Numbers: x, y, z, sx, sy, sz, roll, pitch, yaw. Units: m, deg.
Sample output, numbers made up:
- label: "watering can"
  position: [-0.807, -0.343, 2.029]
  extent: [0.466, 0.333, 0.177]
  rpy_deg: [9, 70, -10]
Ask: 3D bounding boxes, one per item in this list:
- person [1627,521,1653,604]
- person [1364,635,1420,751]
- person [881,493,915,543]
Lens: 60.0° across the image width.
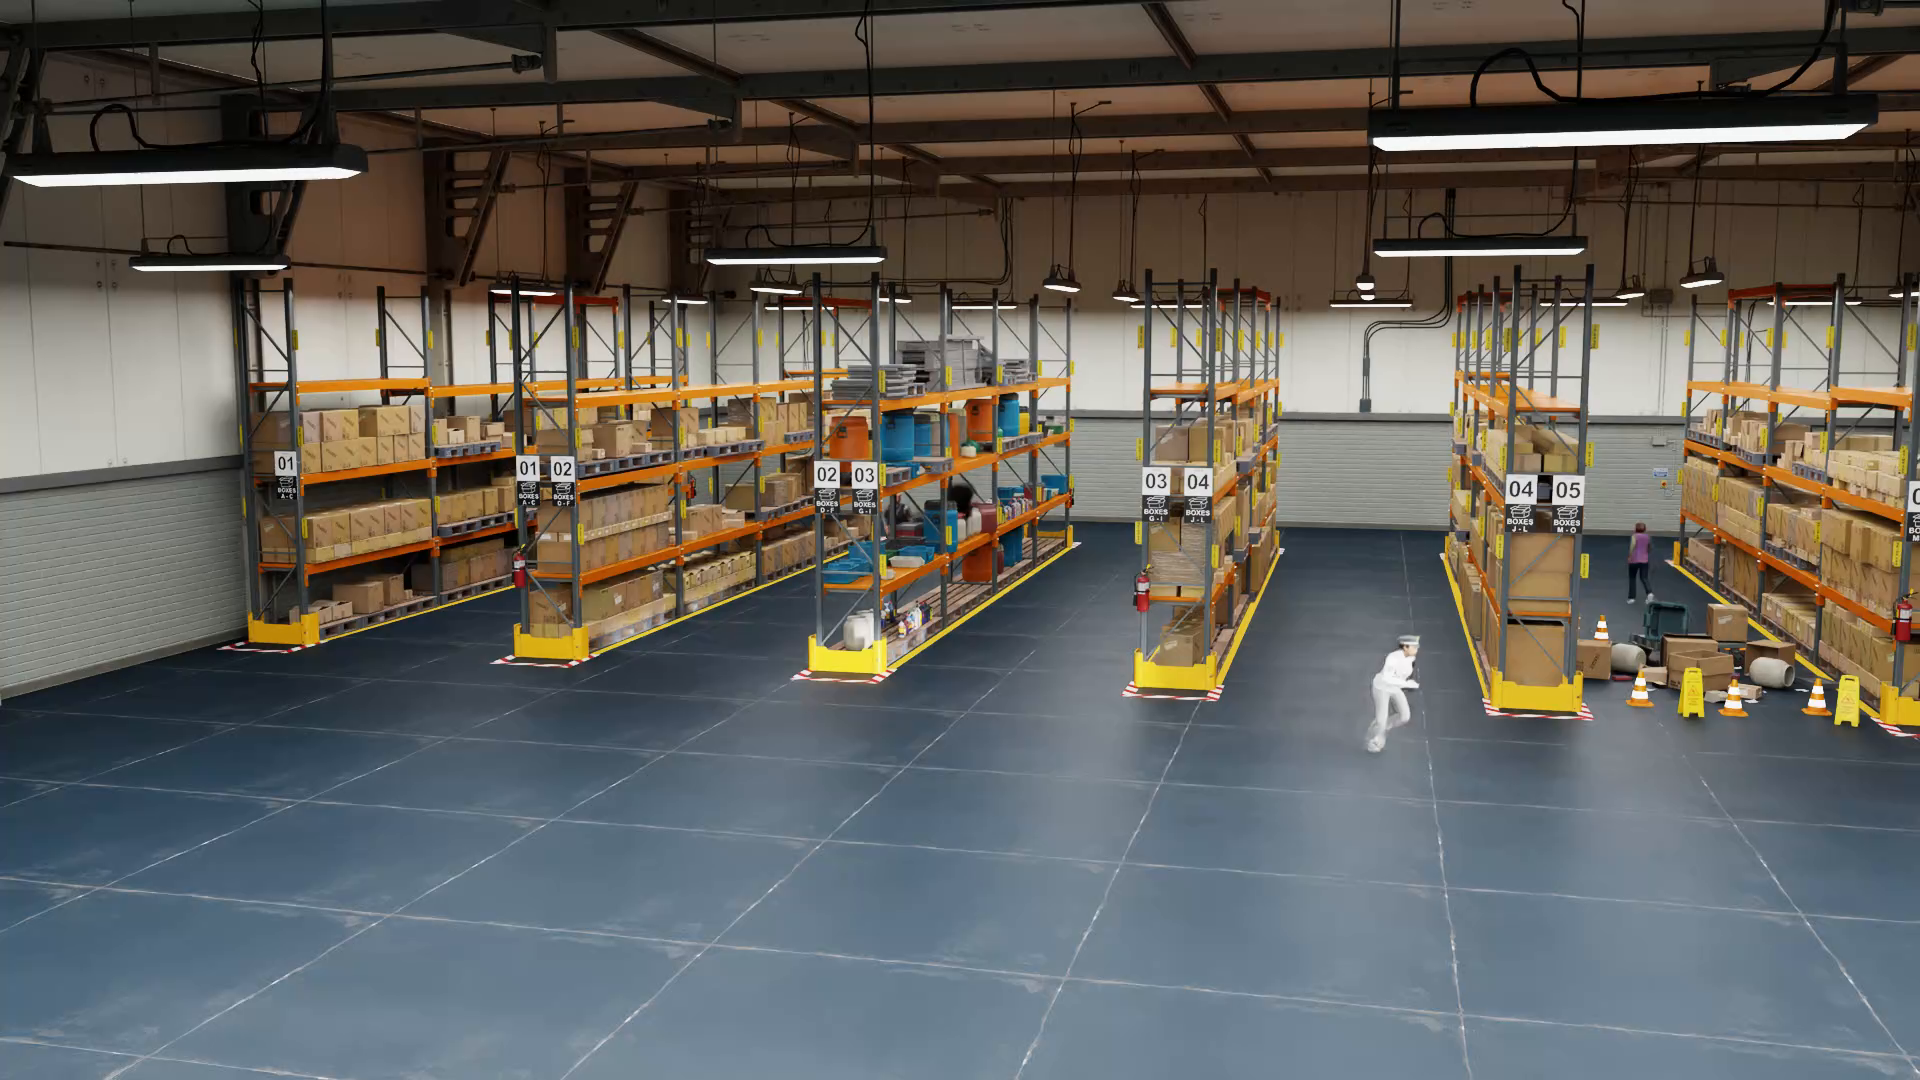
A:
- label: "person"
  position: [12.799, 0.442, 31.292]
  extent: [0.537, 1.586, 0.881]
  rpy_deg: [0, 7, -3]
- label: "person"
  position: [5.278, 1.852, 20.125]
  extent: [0.644, 1.502, 0.840]
  rpy_deg: [-5, 8, -35]
- label: "person"
  position: [-1.258, -0.125, 33.547]
  extent: [0.684, 1.686, 0.789]
  rpy_deg: [1, 7, 11]
